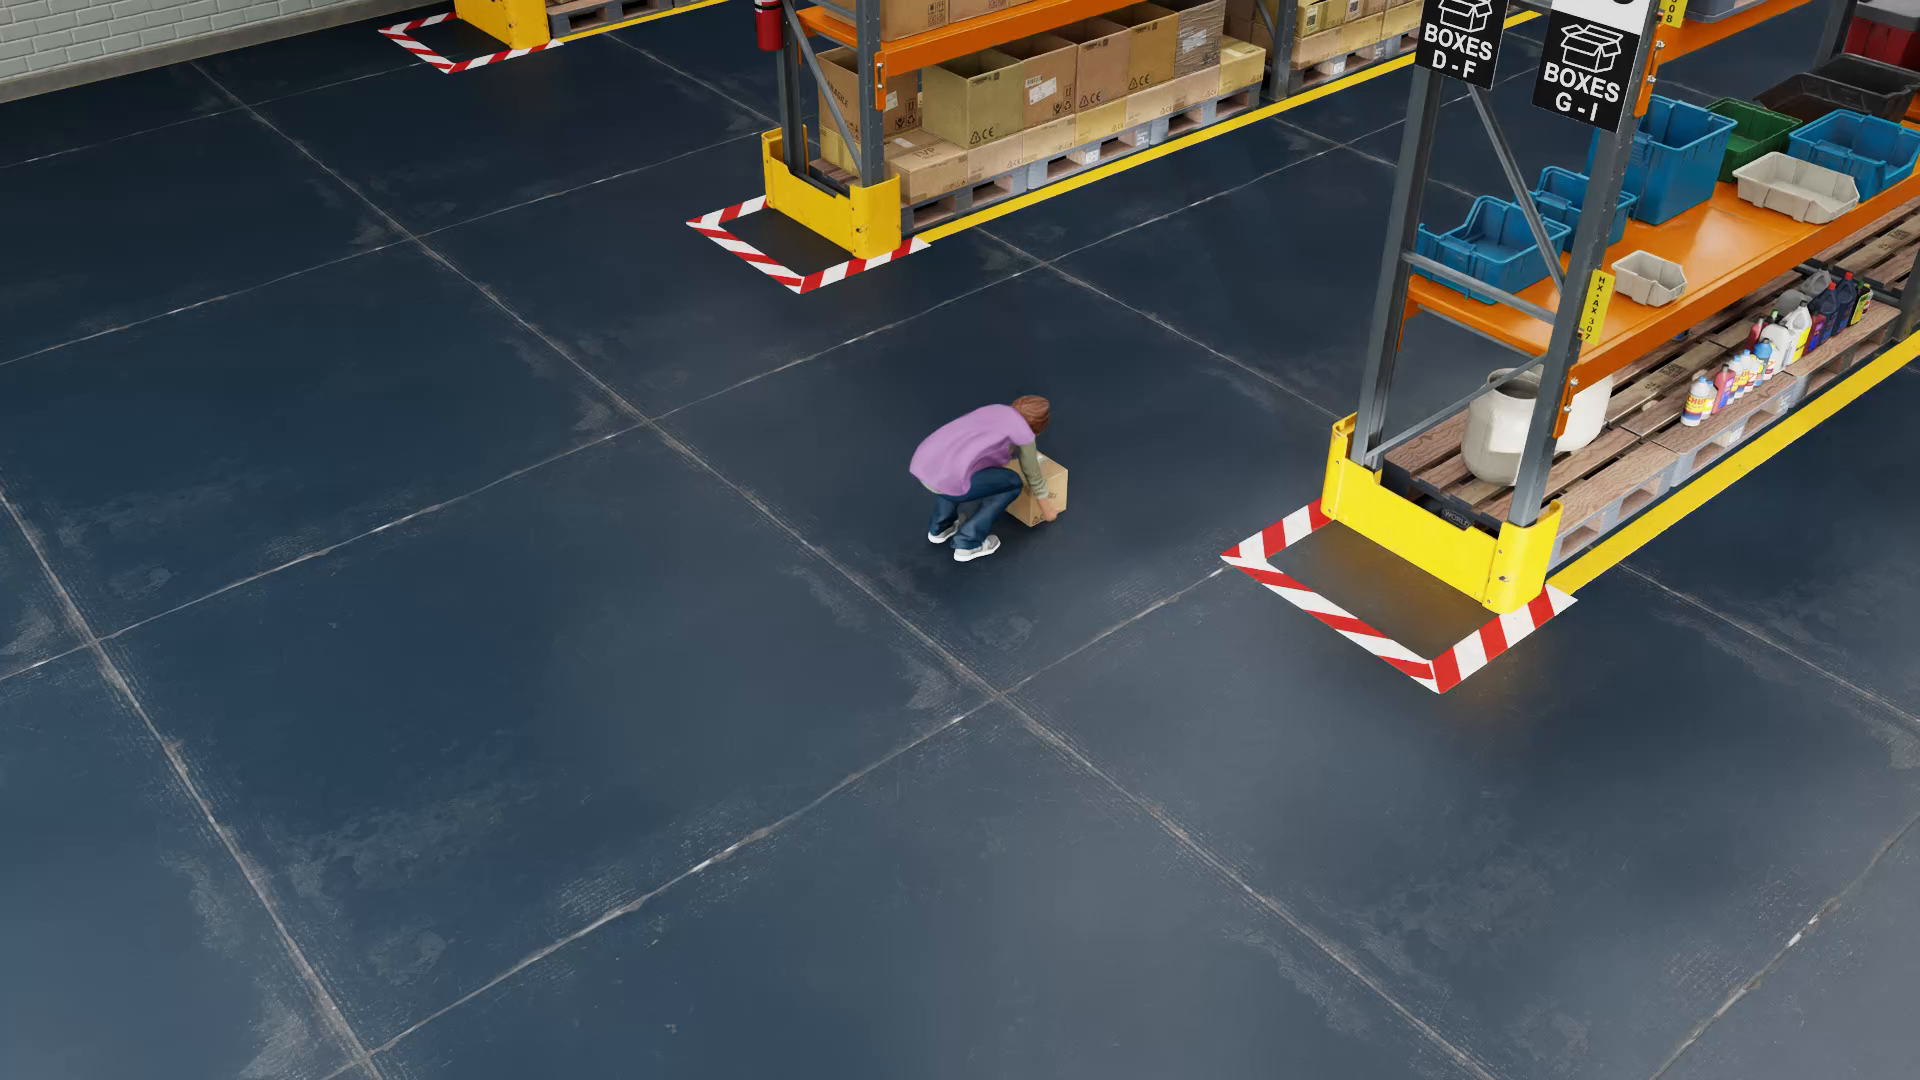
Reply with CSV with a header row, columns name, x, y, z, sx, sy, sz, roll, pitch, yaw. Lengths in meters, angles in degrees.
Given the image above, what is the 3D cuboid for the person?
name,x,y,z,sx,sy,sz,roll,pitch,yaw
person,0.125,-0.318,8.281,0.873,0.737,0.421,-28,45,-32
